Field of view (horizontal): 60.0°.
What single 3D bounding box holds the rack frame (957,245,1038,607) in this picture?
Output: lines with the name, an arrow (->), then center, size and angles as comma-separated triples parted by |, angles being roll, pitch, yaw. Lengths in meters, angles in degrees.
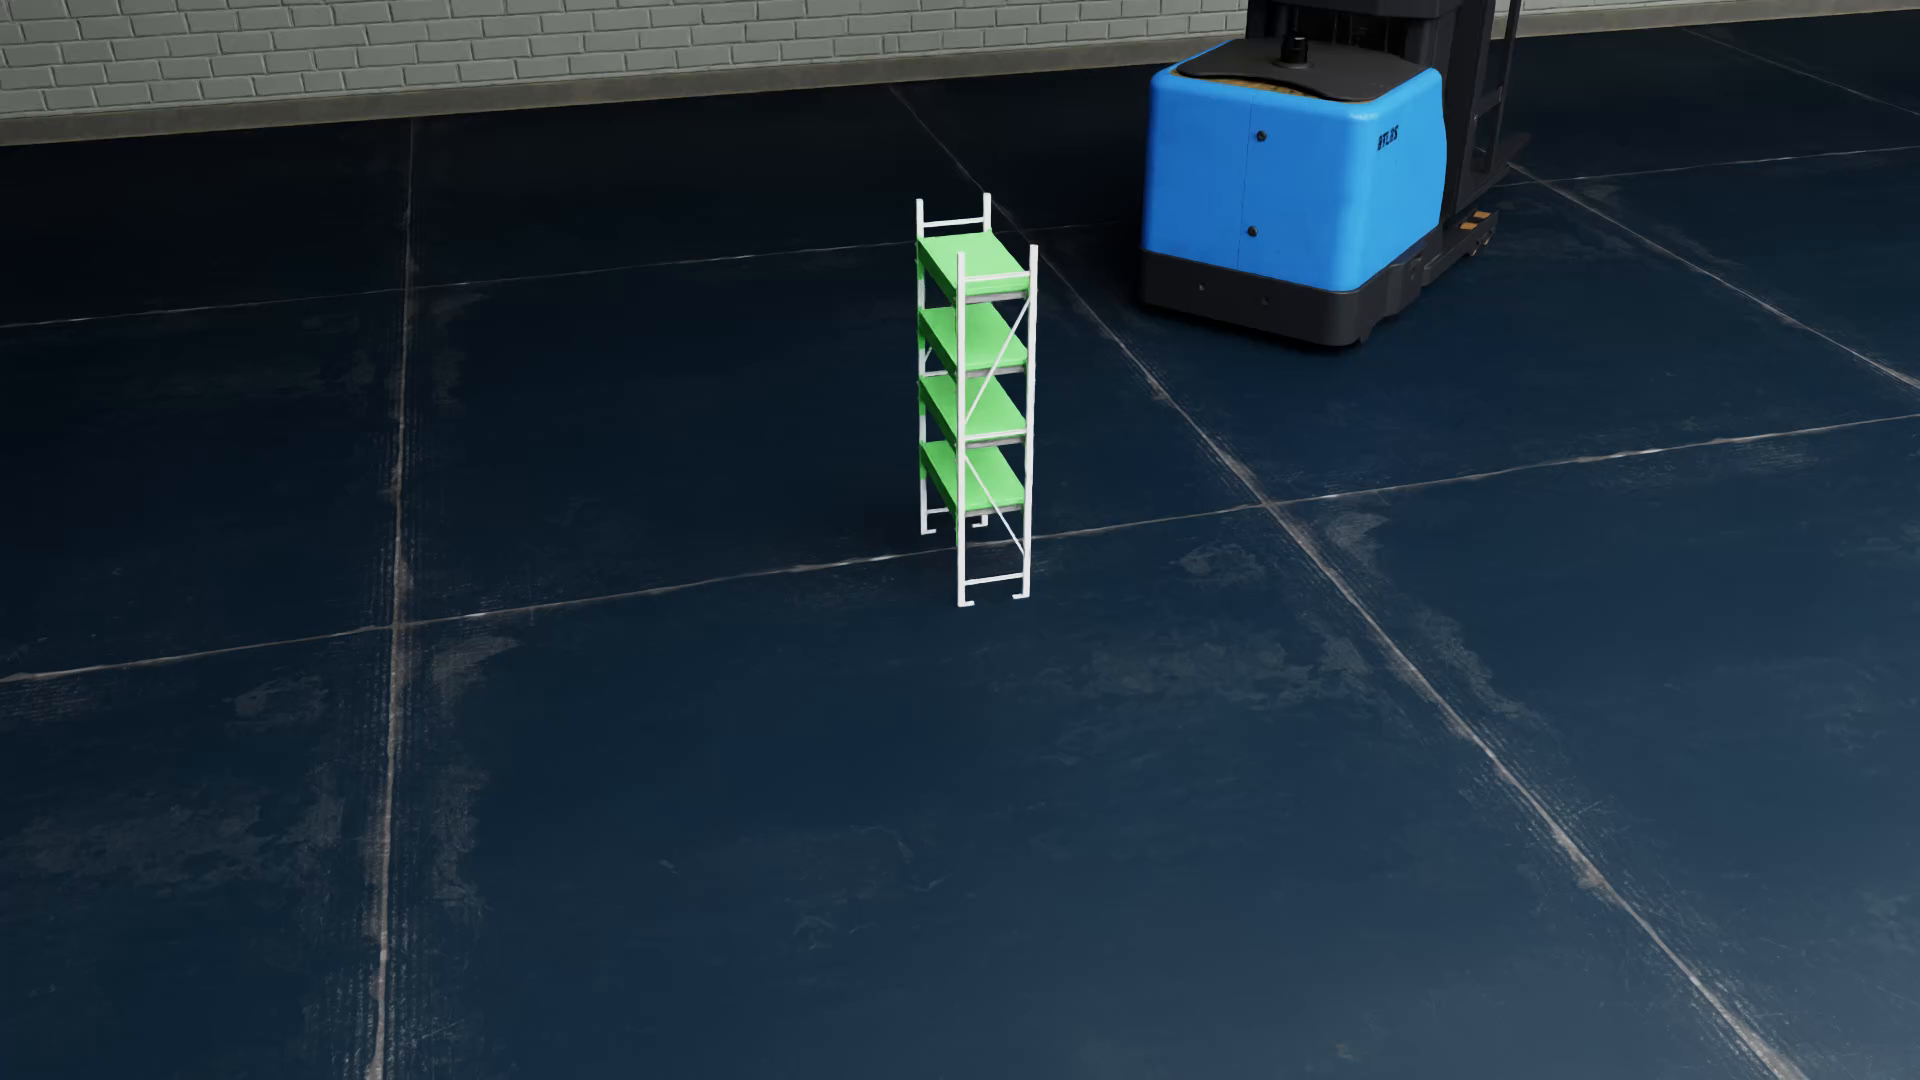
rack frame -> 0.109, -0.321, 5.108 | 0.240, 1.200, 0.015 | -8, 31, -13

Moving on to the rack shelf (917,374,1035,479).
rack shelf -> 0.044, -0.384, 5.343 | 0.258, 0.148, 0.480 | -8, 31, -13

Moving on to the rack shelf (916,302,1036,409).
rack shelf -> 0.044, -0.592, 5.223 | 0.258, 0.148, 0.480 | -8, 31, -13

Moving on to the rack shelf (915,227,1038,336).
rack shelf -> 0.044, -0.799, 5.103 | 0.258, 0.148, 0.480 | -8, 31, -13

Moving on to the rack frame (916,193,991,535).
rack frame -> -0.021, -0.557, 5.515 | 0.240, 1.200, 0.015 | -8, 31, -13

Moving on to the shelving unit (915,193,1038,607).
shelving unit -> 0.044, -0.439, 5.311 | 0.258, 1.200, 0.503 | -8, 31, -13

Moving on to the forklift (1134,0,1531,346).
forklift -> 2.024, -2.778, 7.624 | 1.130, 2.935, 3.031 | 19, 35, 29

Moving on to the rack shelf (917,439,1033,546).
rack shelf -> 0.044, -0.176, 5.464 | 0.258, 0.148, 0.480 | -8, 31, -13
